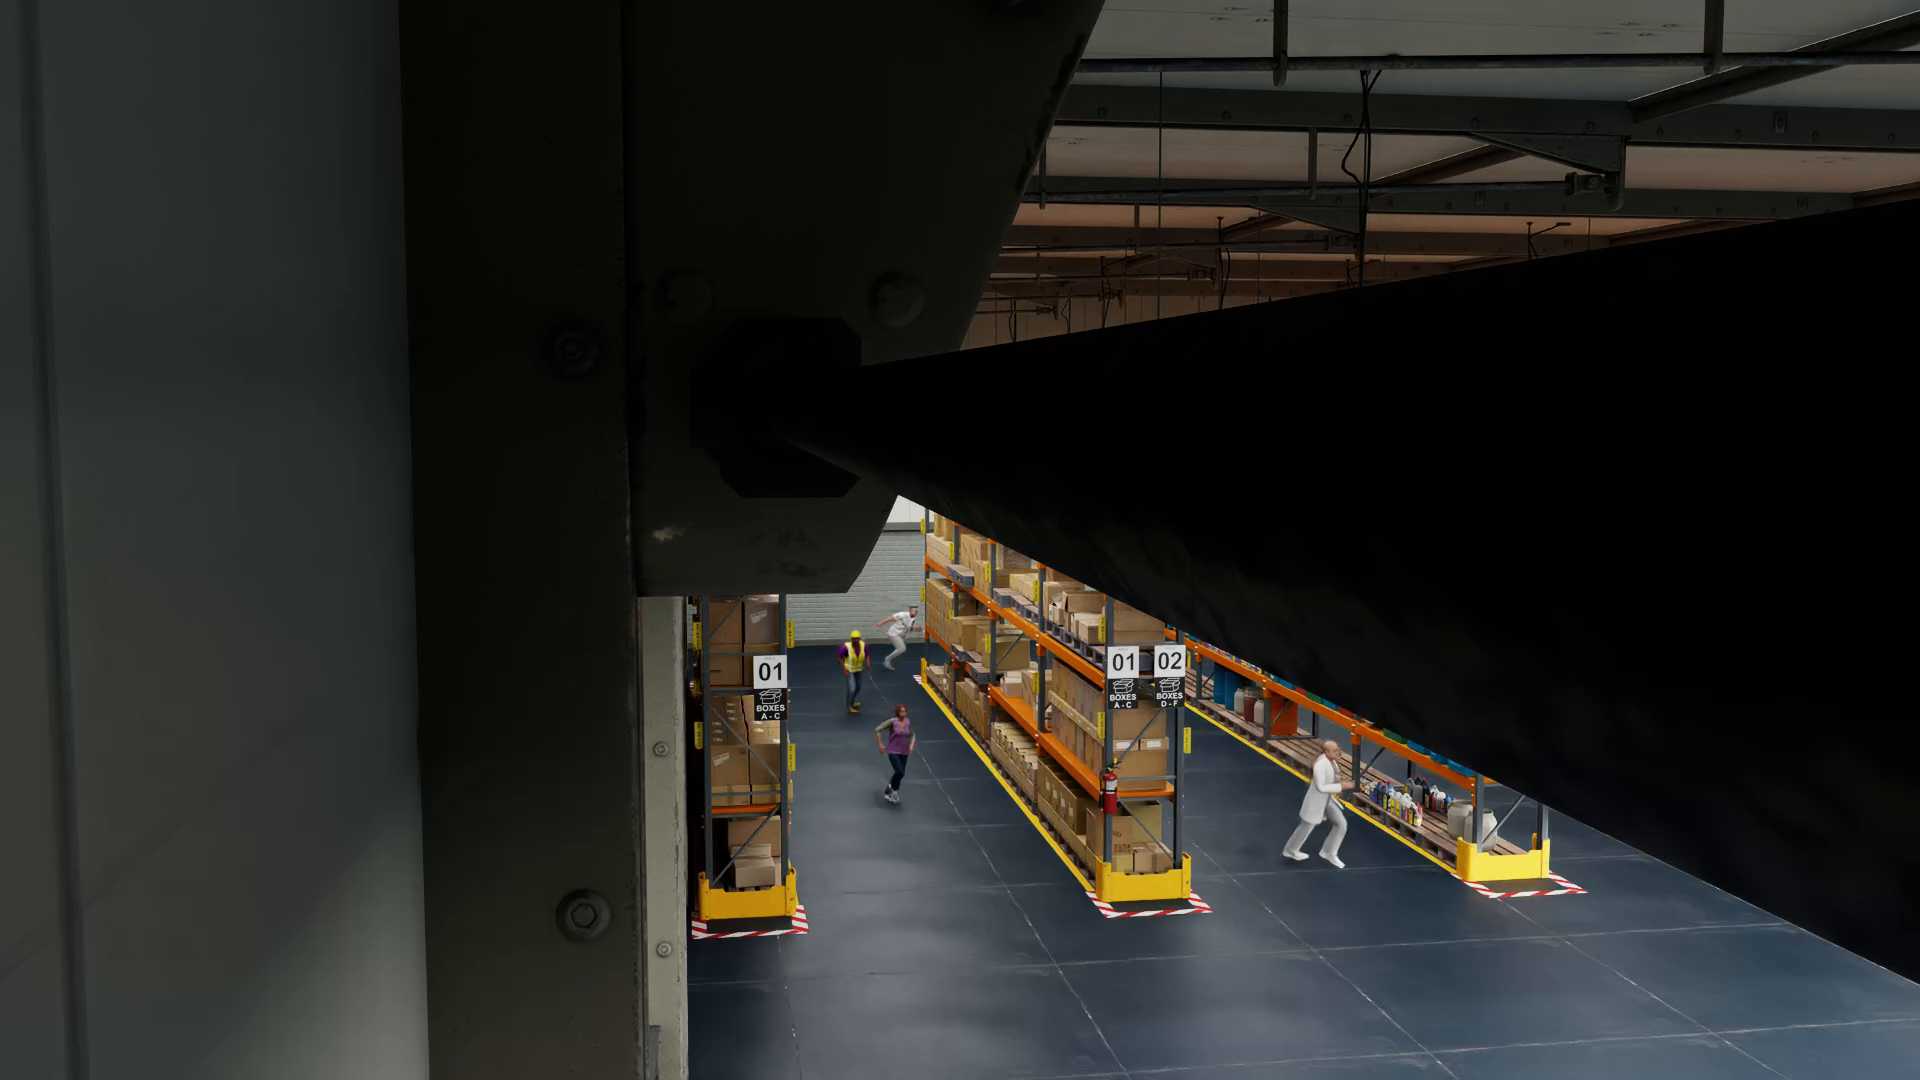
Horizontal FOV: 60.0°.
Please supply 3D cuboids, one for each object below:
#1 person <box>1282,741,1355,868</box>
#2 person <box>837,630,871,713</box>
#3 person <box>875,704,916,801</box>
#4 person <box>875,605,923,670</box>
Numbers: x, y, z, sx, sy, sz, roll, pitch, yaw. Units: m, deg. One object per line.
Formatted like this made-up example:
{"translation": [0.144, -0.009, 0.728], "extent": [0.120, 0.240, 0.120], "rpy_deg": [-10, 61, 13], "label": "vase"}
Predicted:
{"translation": [4.789, 3.511, 22.178], "extent": [1.037, 1.733, 0.634], "rpy_deg": [4, 7, 41], "label": "person"}
{"translation": [-2.135, 2.591, 33.040], "extent": [0.696, 1.680, 0.866], "rpy_deg": [-3, 6, -34], "label": "person"}
{"translation": [-0.980, 3.290, 25.629], "extent": [0.623, 1.554, 0.600], "rpy_deg": [-3, 6, -30], "label": "person"}
{"translation": [-1.326, 2.227, 37.954], "extent": [1.024, 1.514, 0.700], "rpy_deg": [3, 6, 27], "label": "person"}
